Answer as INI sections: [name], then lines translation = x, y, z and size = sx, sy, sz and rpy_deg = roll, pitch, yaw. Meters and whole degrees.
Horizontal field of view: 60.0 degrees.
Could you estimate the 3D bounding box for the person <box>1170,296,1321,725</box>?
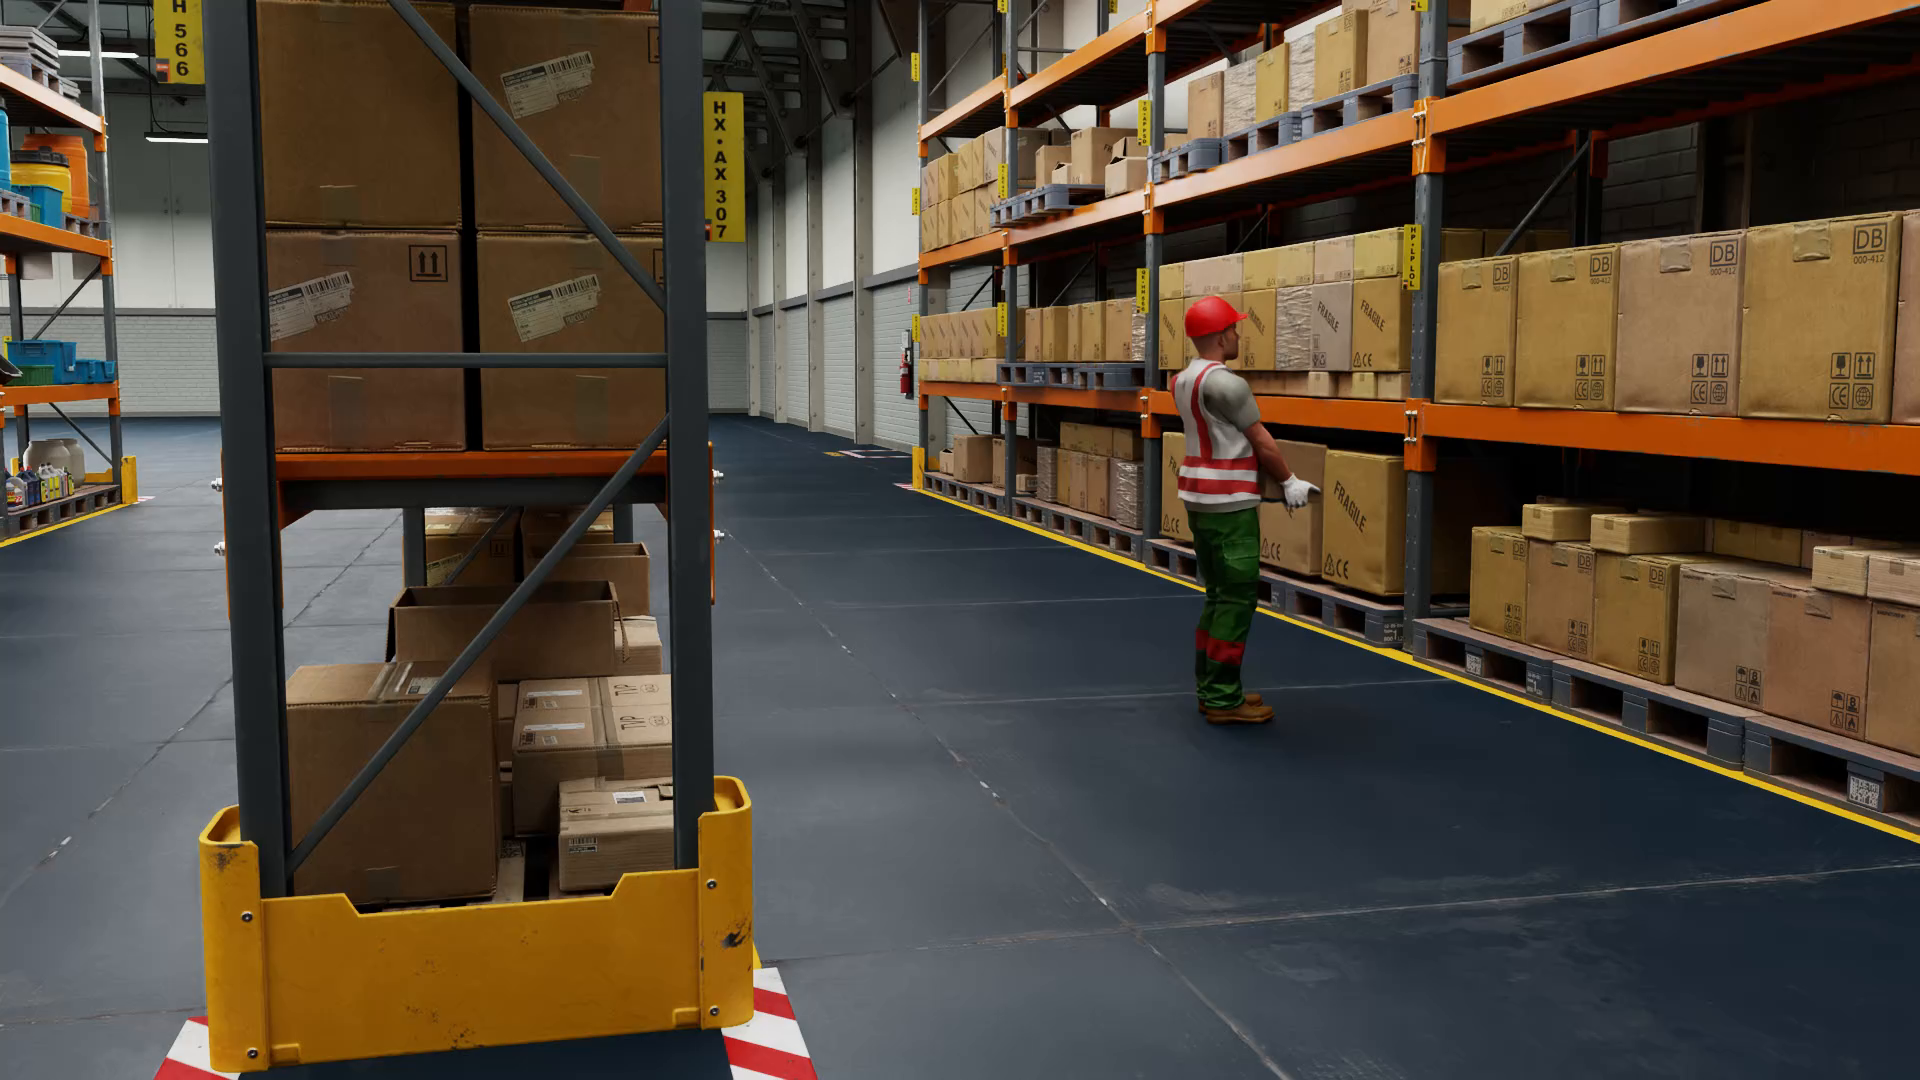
[person]
translation = 1.207, -0.135, 7.071
size = 0.566, 1.784, 0.494
rpy_deg = -1, 6, -13
